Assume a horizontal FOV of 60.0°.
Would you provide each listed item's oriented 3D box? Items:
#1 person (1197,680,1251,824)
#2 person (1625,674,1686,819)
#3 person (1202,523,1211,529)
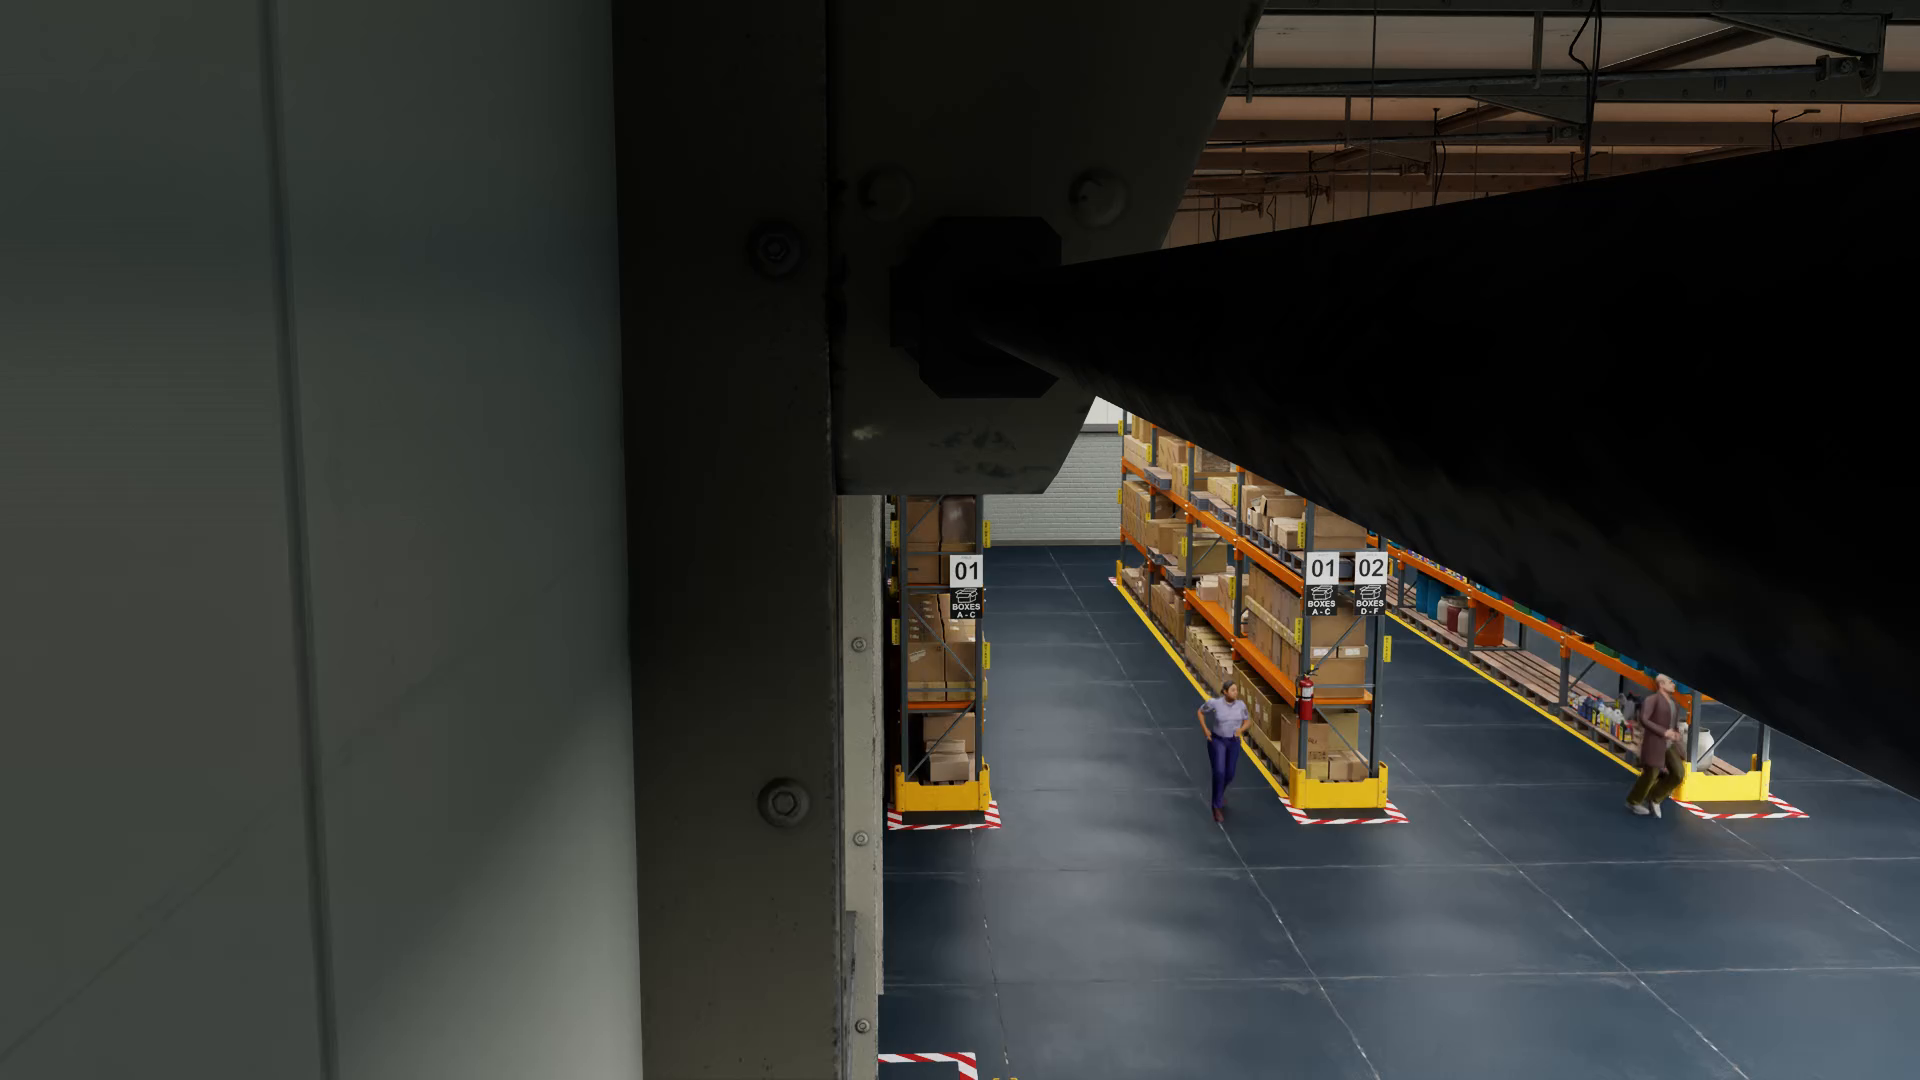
[{"bbox_3d":[3.266,2.537,20.371,0.608,1.678,0.877,-2,9,-15],"label":"person"},{"bbox_3d":[8.540,2.498,20.238,0.764,1.757,0.685,-5,10,-30],"label":"person"},{"bbox_3d":[5.574,0.096,36.746,0.694,1.653,0.578,-8,12,-43],"label":"person"}]
